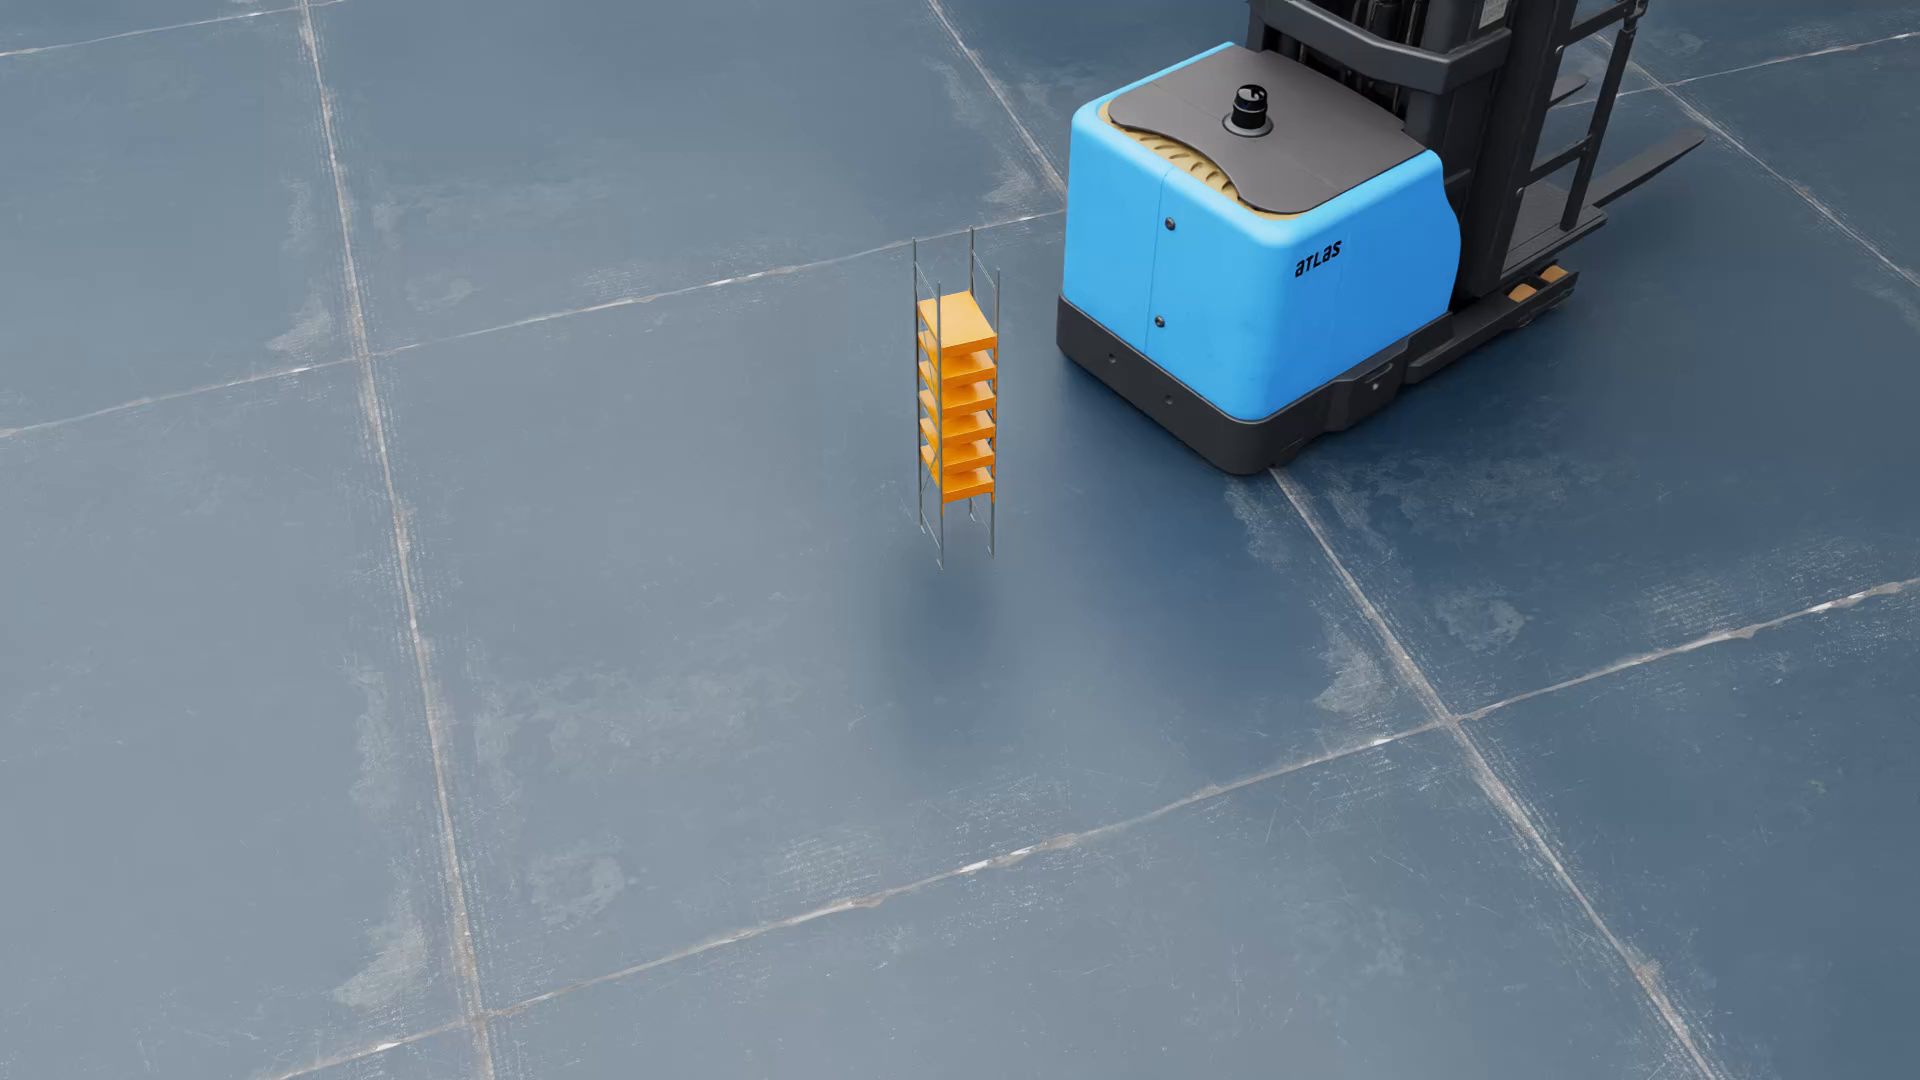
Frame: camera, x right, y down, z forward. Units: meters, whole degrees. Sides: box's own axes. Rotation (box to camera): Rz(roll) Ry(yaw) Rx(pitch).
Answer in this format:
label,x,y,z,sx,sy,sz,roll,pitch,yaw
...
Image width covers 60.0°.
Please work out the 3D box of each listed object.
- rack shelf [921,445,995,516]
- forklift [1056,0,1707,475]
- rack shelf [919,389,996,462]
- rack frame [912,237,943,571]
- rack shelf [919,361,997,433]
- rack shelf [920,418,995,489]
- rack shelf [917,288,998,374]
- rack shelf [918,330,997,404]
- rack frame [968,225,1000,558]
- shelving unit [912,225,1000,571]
label,x,y,z,sx,sy,sz,roll,pitch,yaw
rack shelf,-0.014,-0.219,5.523,0.180,0.103,0.258,-14,47,-14
forklift,1.837,-2.144,5.817,3.031,2.935,1.130,-30,52,-26
rack shelf,-0.014,-0.389,5.353,0.180,0.103,0.258,-14,47,-14
rack frame,-0.100,-0.398,5.300,0.006,1.200,0.240,-14,47,-14
rack shelf,-0.014,-0.473,5.268,0.180,0.103,0.258,-14,47,-14
rack shelf,-0.014,-0.304,5.438,0.180,0.103,0.258,-14,47,-14
rack shelf,-0.014,-0.643,5.098,0.180,0.103,0.258,-14,47,-14
rack shelf,-0.014,-0.558,5.183,0.180,0.103,0.258,-14,47,-14
rack frame,0.072,-0.442,5.343,0.006,1.200,0.240,-14,47,-14
shelving unit,-0.014,-0.420,5.322,0.189,1.200,0.258,-14,47,-14
